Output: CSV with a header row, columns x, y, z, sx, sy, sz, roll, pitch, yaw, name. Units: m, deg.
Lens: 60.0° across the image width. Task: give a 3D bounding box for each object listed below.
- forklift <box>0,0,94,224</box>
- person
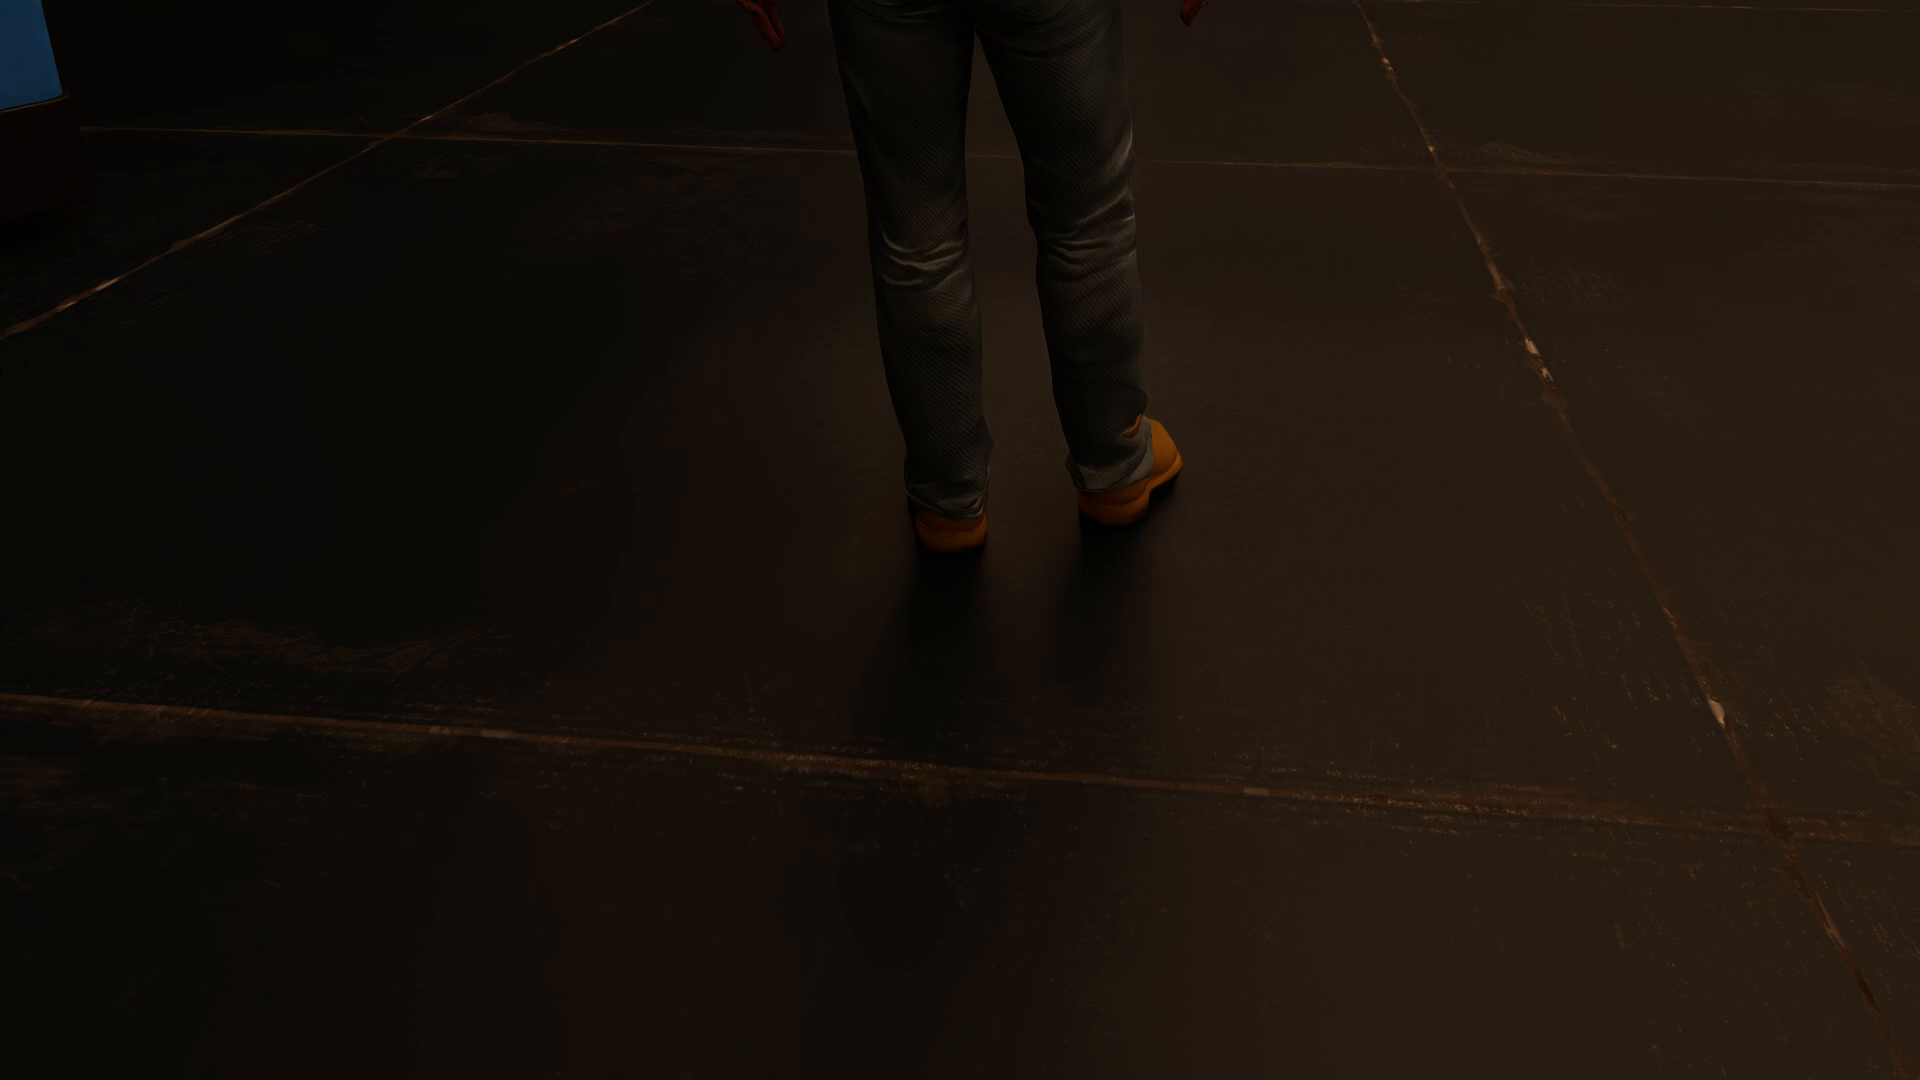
x,y,z,sx,sy,sz,roll,pitch,yaw,name
-3.627,-2.188,3.604,3.031,2.935,1.130,13,29,25,forklift
0.014,-0.827,2.164,0.666,1.768,0.575,3,27,7,person
